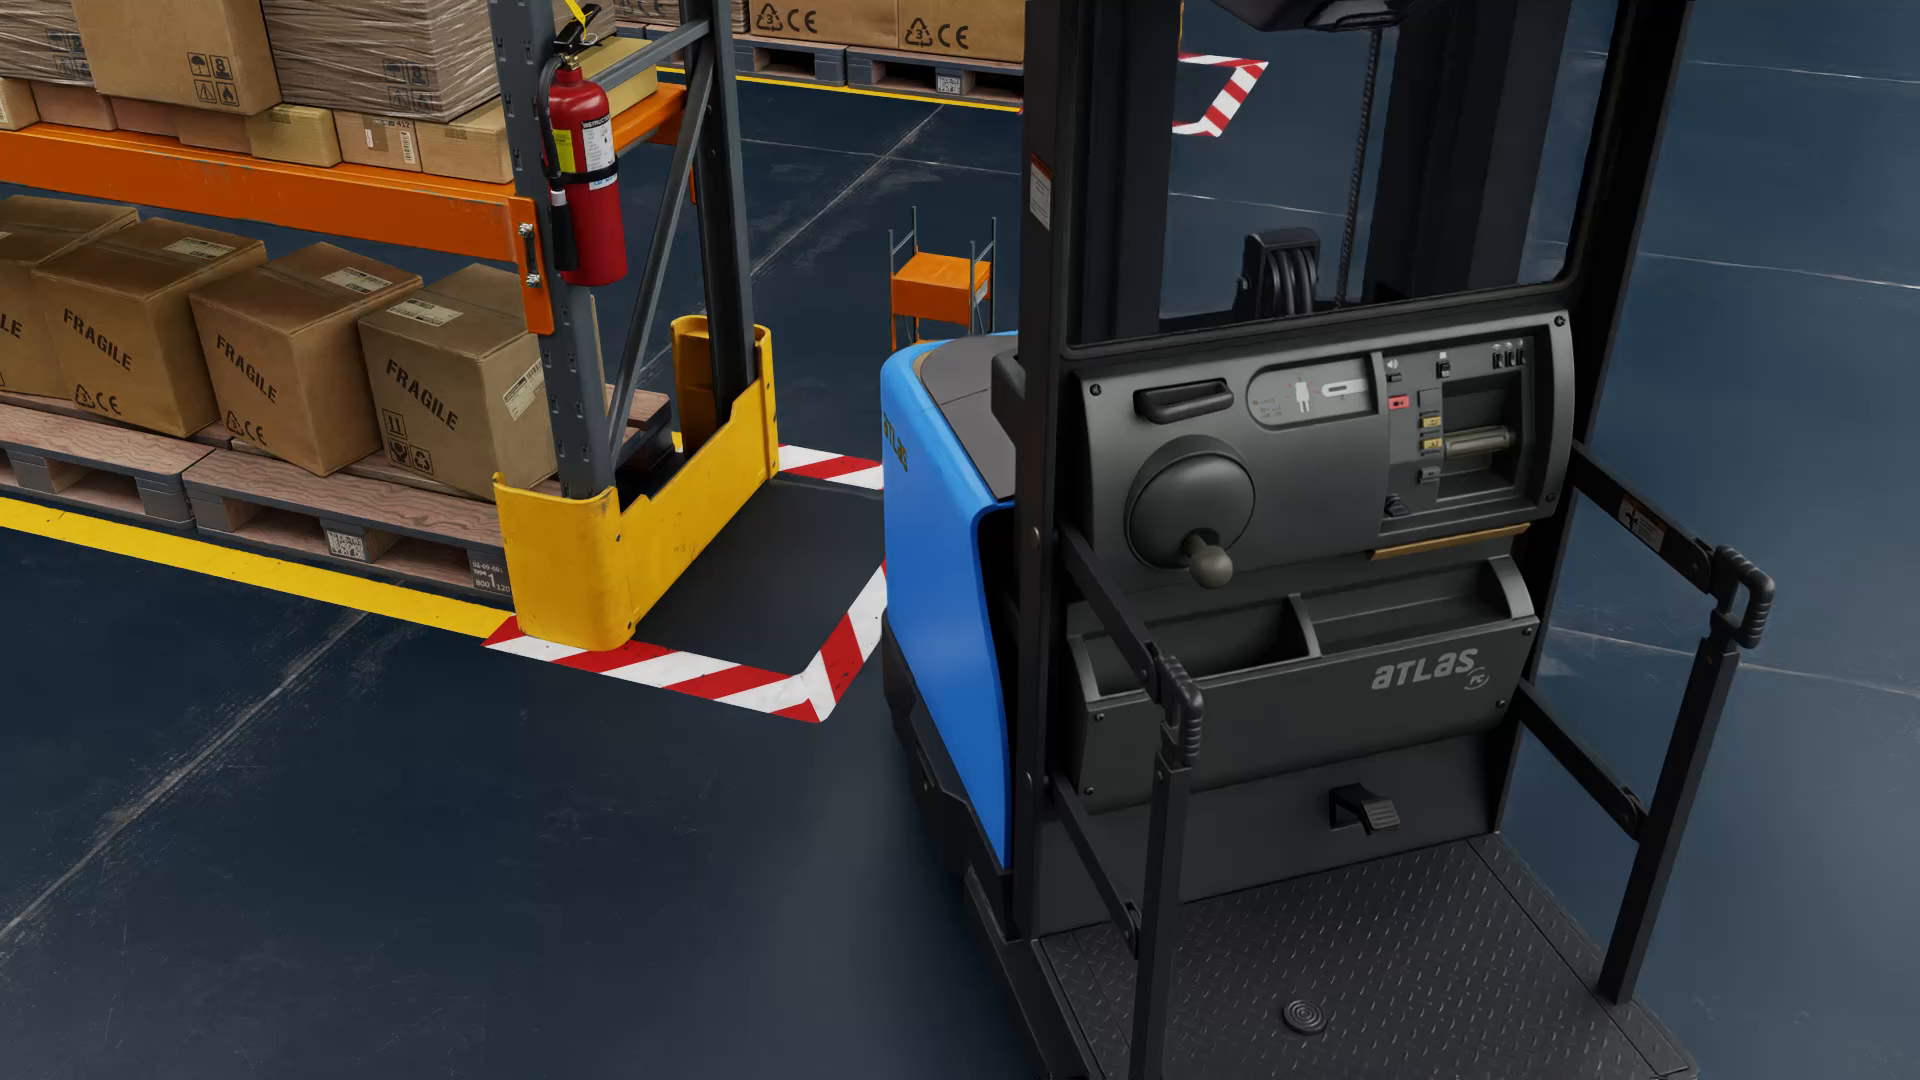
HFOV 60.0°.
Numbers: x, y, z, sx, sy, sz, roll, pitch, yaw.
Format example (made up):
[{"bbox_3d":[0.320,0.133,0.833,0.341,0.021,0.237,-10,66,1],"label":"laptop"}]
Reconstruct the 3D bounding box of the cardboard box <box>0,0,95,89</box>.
[{"bbox_3d":[-2.356,-1.672,4.708,0.500,0.500,0.875,11,34,16],"label":"cardboard box"}]

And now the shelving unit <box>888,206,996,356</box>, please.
[{"bbox_3d":[-0.050,-0.451,4.980,0.252,1.050,0.215,11,34,16],"label":"shelving unit"}]

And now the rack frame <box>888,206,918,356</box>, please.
[{"bbox_3d":[-0.165,-0.473,5.015,0.008,1.050,0.200,11,34,16],"label":"rack frame"}]

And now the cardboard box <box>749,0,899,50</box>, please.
[{"bbox_3d":[-0.601,-3.295,9.159,0.875,0.875,0.875,10,34,16],"label":"cardboard box"}]

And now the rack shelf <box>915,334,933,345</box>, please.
[{"bbox_3d":[-0.050,-0.442,4.986,0.240,0.259,0.215,11,34,16],"label":"rack shelf"}]

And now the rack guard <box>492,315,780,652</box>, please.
[{"bbox_3d":[-0.952,-0.210,5.115,0.348,0.500,1.175,11,34,16],"label":"rack guard"}]

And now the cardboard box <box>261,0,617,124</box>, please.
[{"bbox_3d":[-1.389,-1.528,4.485,0.500,0.500,0.875,11,34,16],"label":"cardboard box"}]

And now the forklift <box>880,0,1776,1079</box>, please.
[{"bbox_3d":[0.716,-0.107,2.714,1.130,2.935,3.031,-10,34,-14],"label":"forklift"}]

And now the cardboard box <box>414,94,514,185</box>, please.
[{"bbox_3d":[-1.218,-1.088,4.401,0.250,0.149,0.380,11,34,16],"label":"cardboard box"}]

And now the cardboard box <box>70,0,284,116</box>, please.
[{"bbox_3d":[-1.900,-1.558,4.532,0.500,0.500,0.875,11,34,16],"label":"cardboard box"}]

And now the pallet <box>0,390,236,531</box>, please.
[{"bbox_3d":[-2.849,-0.480,5.798,1.213,0.211,1.003,11,34,16],"label":"pallet"}]

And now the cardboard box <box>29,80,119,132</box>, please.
[{"bbox_3d":[-2.400,-1.308,4.742,0.250,0.149,0.380,11,34,16],"label":"cardboard box"}]

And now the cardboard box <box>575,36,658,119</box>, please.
[{"bbox_3d":[-1.068,-1.315,4.752,0.250,0.149,0.380,11,34,16],"label":"cardboard box"}]

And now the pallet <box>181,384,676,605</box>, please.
[{"bbox_3d":[-1.705,-0.256,5.451,1.213,0.211,1.003,11,34,16],"label":"pallet"}]

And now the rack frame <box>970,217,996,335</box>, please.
[{"bbox_3d":[0.065,-0.428,4.946,0.008,1.050,0.200,11,34,16],"label":"rack frame"}]

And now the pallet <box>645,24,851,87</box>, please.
[{"bbox_3d":[-1.035,-2.920,9.577,1.213,0.211,1.003,11,34,16],"label":"pallet"}]

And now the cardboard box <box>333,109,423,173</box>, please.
[{"bbox_3d":[-1.453,-1.134,4.472,0.250,0.149,0.380,11,34,16],"label":"cardboard box"}]

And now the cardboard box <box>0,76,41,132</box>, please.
[{"bbox_3d":[-2.666,-1.308,4.743,0.250,0.149,0.380,11,34,16],"label":"cardboard box"}]

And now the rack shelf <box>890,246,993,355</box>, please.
[{"bbox_3d":[-0.050,-0.680,4.832,0.240,0.259,0.215,11,34,16],"label":"rack shelf"}]

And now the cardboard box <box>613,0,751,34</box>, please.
[{"bbox_3d":[-1.459,-3.462,9.419,0.875,0.875,0.875,11,35,17],"label":"cardboard box"}]

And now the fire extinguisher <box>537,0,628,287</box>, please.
[{"bbox_3d":[-0.928,-0.958,4.039,0.183,0.674,0.296,11,34,16],"label":"fire extinguisher"}]

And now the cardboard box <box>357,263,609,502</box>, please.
[{"bbox_3d":[-1.462,-0.495,5.169,0.500,0.500,0.500,18,37,25],"label":"cardboard box"}]

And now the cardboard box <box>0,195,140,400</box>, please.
[{"bbox_3d":[-3.130,-0.837,5.698,0.500,0.500,0.500,8,34,12],"label":"cardboard box"}]

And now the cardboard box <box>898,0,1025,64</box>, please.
[{"bbox_3d":[0.228,-3.135,8.911,0.875,0.875,0.875,11,35,17],"label":"cardboard box"}]

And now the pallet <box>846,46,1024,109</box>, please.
[{"bbox_3d":[0.109,-2.695,9.230,1.213,0.211,1.003,11,34,16],"label":"pallet"}]

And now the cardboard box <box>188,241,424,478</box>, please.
[{"bbox_3d":[-2.037,-0.587,5.312,0.500,0.500,0.500,21,38,29],"label":"cardboard box"}]

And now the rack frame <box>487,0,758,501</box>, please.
[{"bbox_3d":[-0.880,-1.246,4.415,0.127,3.000,1.000,11,34,16],"label":"rack frame"}]

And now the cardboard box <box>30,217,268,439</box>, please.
[{"bbox_3d":[-2.620,-0.712,5.504,0.500,0.500,0.500,14,35,21],"label":"cardboard box"}]

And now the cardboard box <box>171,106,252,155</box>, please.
[{"bbox_3d":[-1.936,-1.207,4.585,0.250,0.149,0.380,11,34,16],"label":"cardboard box"}]

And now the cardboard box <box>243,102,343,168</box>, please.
[{"bbox_3d":[-1.706,-1.153,4.502,0.250,0.149,0.380,11,34,16],"label":"cardboard box"}]

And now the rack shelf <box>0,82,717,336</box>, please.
[{"bbox_3d":[-2.763,-1.310,5.177,4.000,0.370,1.077,11,34,16],"label":"rack shelf"}]

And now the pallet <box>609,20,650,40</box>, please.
[{"bbox_3d":[-2.188,-3.142,9.922,1.213,0.211,1.003,11,34,16],"label":"pallet"}]

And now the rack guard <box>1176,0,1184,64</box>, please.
[{"bbox_3d":[0.911,-2.706,8.980,0.348,0.500,1.175,11,34,16],"label":"rack guard"}]

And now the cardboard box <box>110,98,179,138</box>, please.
[{"bbox_3d":[-2.157,-1.274,4.689,0.250,0.149,0.380,11,34,16],"label":"cardboard box"}]
